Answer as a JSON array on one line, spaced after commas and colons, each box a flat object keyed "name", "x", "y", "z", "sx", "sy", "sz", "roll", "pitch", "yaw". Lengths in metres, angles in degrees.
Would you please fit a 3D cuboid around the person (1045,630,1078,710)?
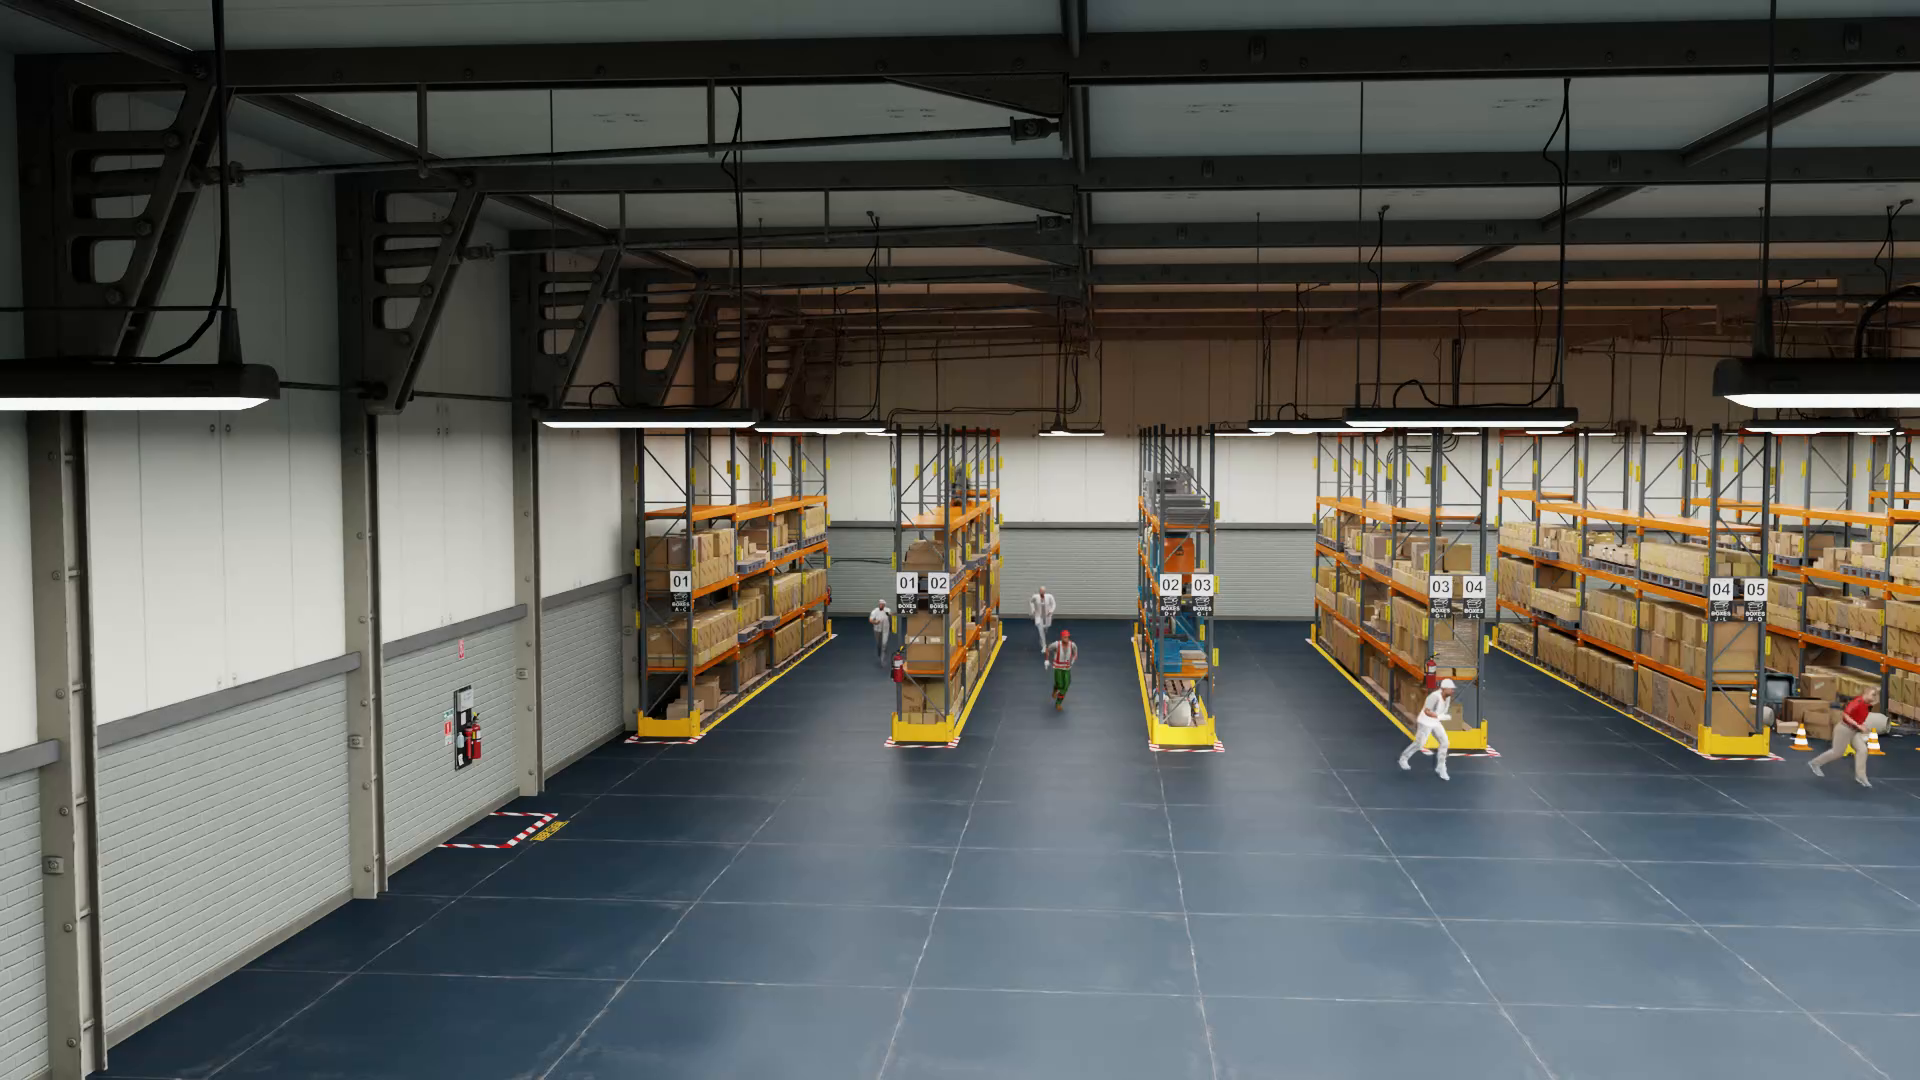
[{"name": "person", "x": 2.158, "y": 2.742, "z": 35.160, "sx": 0.652, "sy": 1.707, "sz": 0.744, "roll": -1, "pitch": 4, "yaw": -19}]

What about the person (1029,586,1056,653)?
[{"name": "person", "x": 2.233, "y": 2.122, "z": 44.972, "sx": 0.712, "sy": 1.777, "sz": 1.169, "roll": 0, "pitch": 3, "yaw": -3}]

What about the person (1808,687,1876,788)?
[{"name": "person", "x": 14.690, "y": 3.241, "z": 27.677, "sx": 1.019, "sy": 1.694, "sz": 0.703, "roll": 3, "pitch": 5, "yaw": 45}]

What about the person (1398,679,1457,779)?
[{"name": "person", "x": 7.940, "y": 3.184, "z": 28.250, "sx": 1.039, "sy": 1.731, "sz": 0.728, "roll": 3, "pitch": 5, "yaw": 43}]

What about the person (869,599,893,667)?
[{"name": "person", "x": -1.995, "y": 2.338, "z": 42.167, "sx": 0.627, "sy": 1.703, "sz": 0.936, "roll": 0, "pitch": 3, "yaw": -7}]
